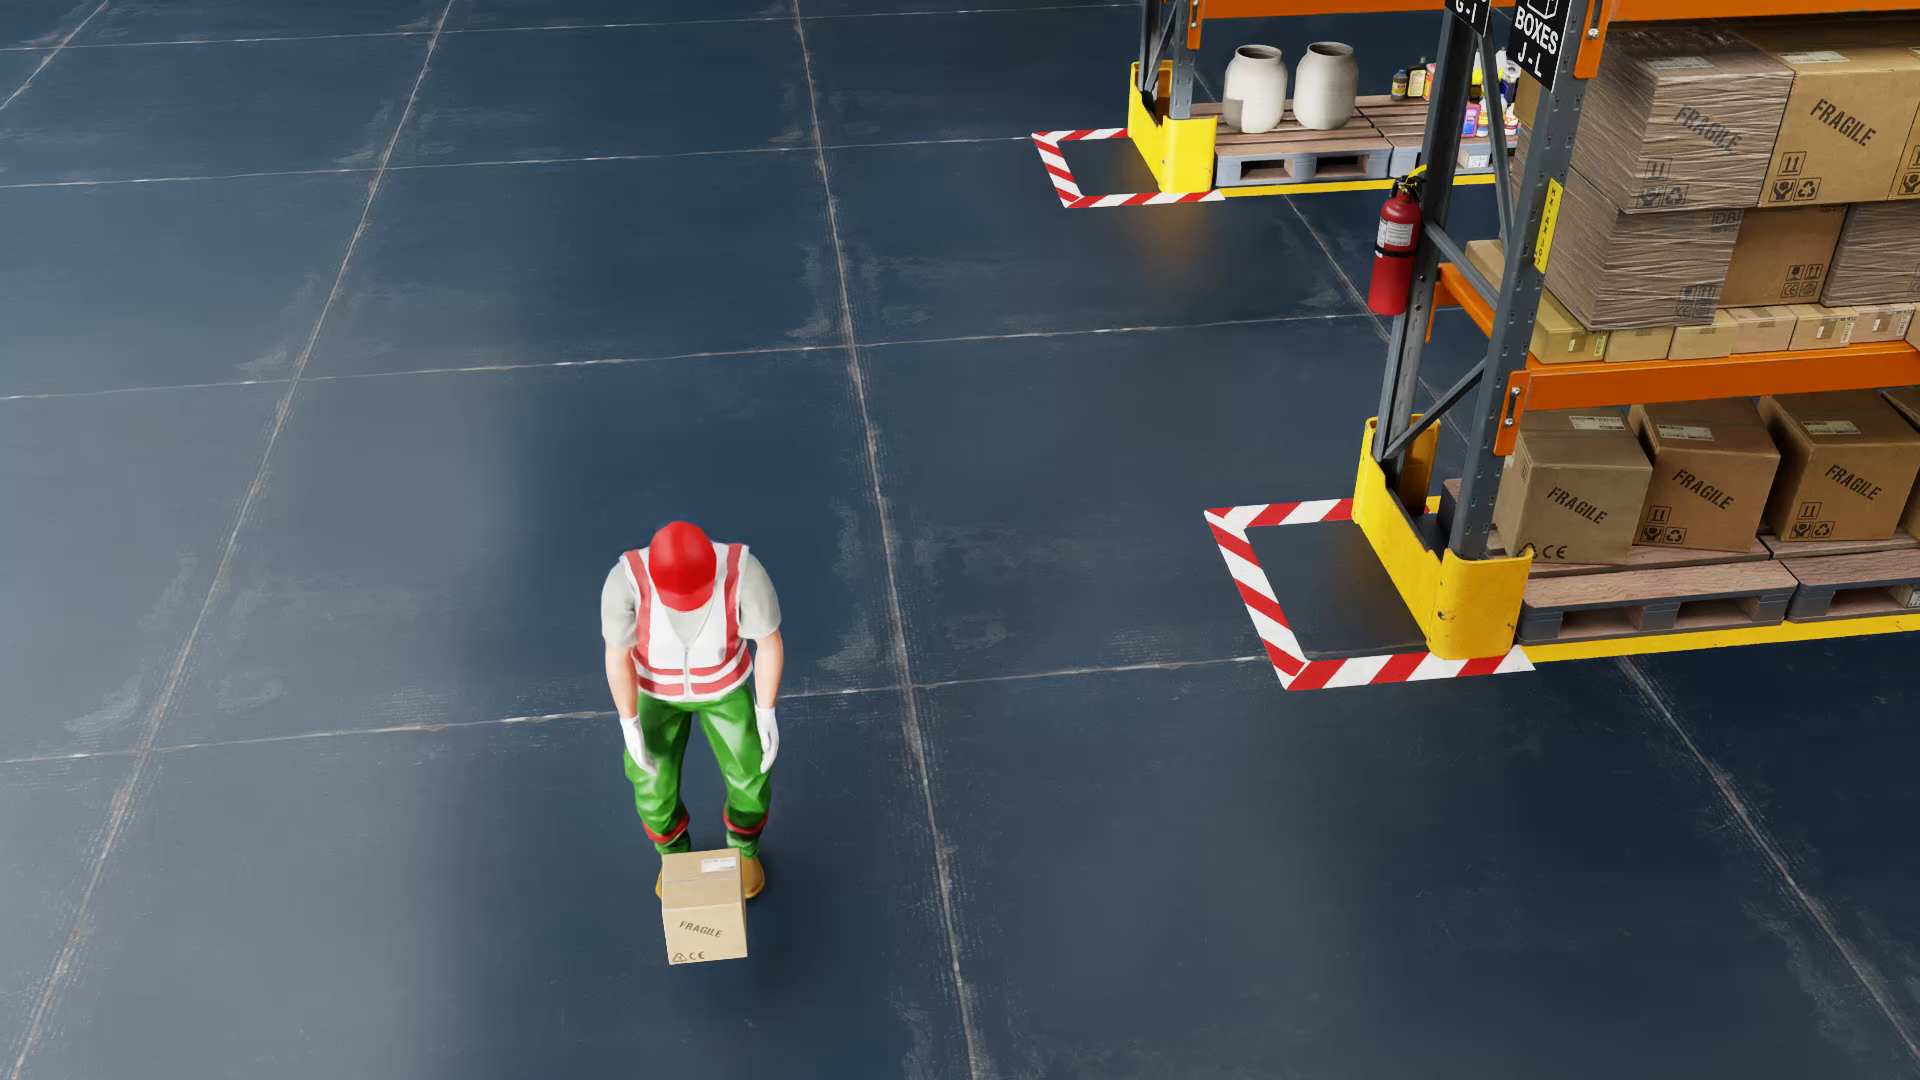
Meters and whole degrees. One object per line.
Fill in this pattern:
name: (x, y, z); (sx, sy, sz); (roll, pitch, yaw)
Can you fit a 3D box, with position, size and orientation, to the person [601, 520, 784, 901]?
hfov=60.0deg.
person: (-0.851, 0.543, 5.477); (0.568, 1.627, 0.602); (-4, 35, -6)
